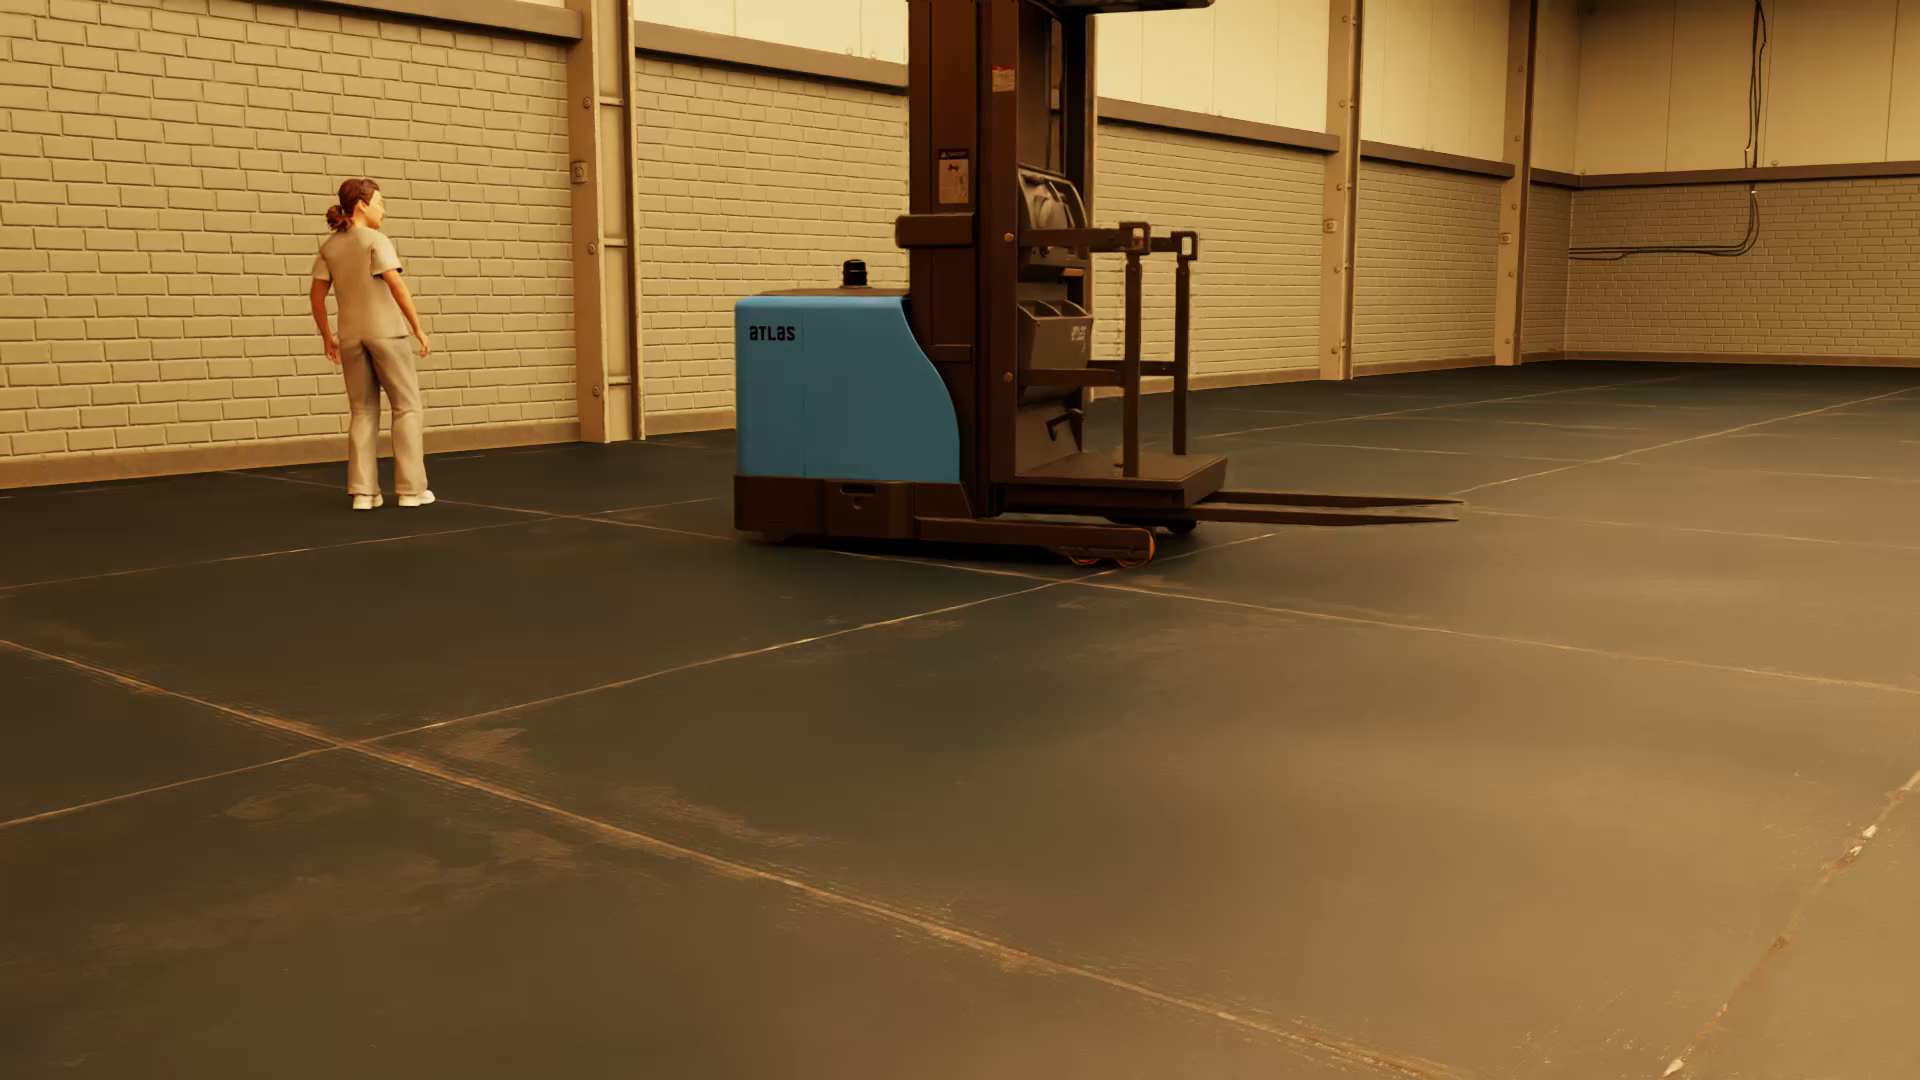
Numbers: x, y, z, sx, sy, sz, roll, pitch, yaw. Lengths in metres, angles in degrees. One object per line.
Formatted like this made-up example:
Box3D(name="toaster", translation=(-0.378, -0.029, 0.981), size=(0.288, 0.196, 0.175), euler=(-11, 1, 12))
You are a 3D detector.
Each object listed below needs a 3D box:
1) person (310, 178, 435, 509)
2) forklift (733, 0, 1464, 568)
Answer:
Box3D(name="person", translation=(-2.963, -0.999, 8.490), size=(0.621, 1.664, 0.457), euler=(2, 9, 12))
Box3D(name="forklift", translation=(0.587, -1.423, 7.010), size=(3.031, 2.935, 1.130), euler=(3, 9, 19))
